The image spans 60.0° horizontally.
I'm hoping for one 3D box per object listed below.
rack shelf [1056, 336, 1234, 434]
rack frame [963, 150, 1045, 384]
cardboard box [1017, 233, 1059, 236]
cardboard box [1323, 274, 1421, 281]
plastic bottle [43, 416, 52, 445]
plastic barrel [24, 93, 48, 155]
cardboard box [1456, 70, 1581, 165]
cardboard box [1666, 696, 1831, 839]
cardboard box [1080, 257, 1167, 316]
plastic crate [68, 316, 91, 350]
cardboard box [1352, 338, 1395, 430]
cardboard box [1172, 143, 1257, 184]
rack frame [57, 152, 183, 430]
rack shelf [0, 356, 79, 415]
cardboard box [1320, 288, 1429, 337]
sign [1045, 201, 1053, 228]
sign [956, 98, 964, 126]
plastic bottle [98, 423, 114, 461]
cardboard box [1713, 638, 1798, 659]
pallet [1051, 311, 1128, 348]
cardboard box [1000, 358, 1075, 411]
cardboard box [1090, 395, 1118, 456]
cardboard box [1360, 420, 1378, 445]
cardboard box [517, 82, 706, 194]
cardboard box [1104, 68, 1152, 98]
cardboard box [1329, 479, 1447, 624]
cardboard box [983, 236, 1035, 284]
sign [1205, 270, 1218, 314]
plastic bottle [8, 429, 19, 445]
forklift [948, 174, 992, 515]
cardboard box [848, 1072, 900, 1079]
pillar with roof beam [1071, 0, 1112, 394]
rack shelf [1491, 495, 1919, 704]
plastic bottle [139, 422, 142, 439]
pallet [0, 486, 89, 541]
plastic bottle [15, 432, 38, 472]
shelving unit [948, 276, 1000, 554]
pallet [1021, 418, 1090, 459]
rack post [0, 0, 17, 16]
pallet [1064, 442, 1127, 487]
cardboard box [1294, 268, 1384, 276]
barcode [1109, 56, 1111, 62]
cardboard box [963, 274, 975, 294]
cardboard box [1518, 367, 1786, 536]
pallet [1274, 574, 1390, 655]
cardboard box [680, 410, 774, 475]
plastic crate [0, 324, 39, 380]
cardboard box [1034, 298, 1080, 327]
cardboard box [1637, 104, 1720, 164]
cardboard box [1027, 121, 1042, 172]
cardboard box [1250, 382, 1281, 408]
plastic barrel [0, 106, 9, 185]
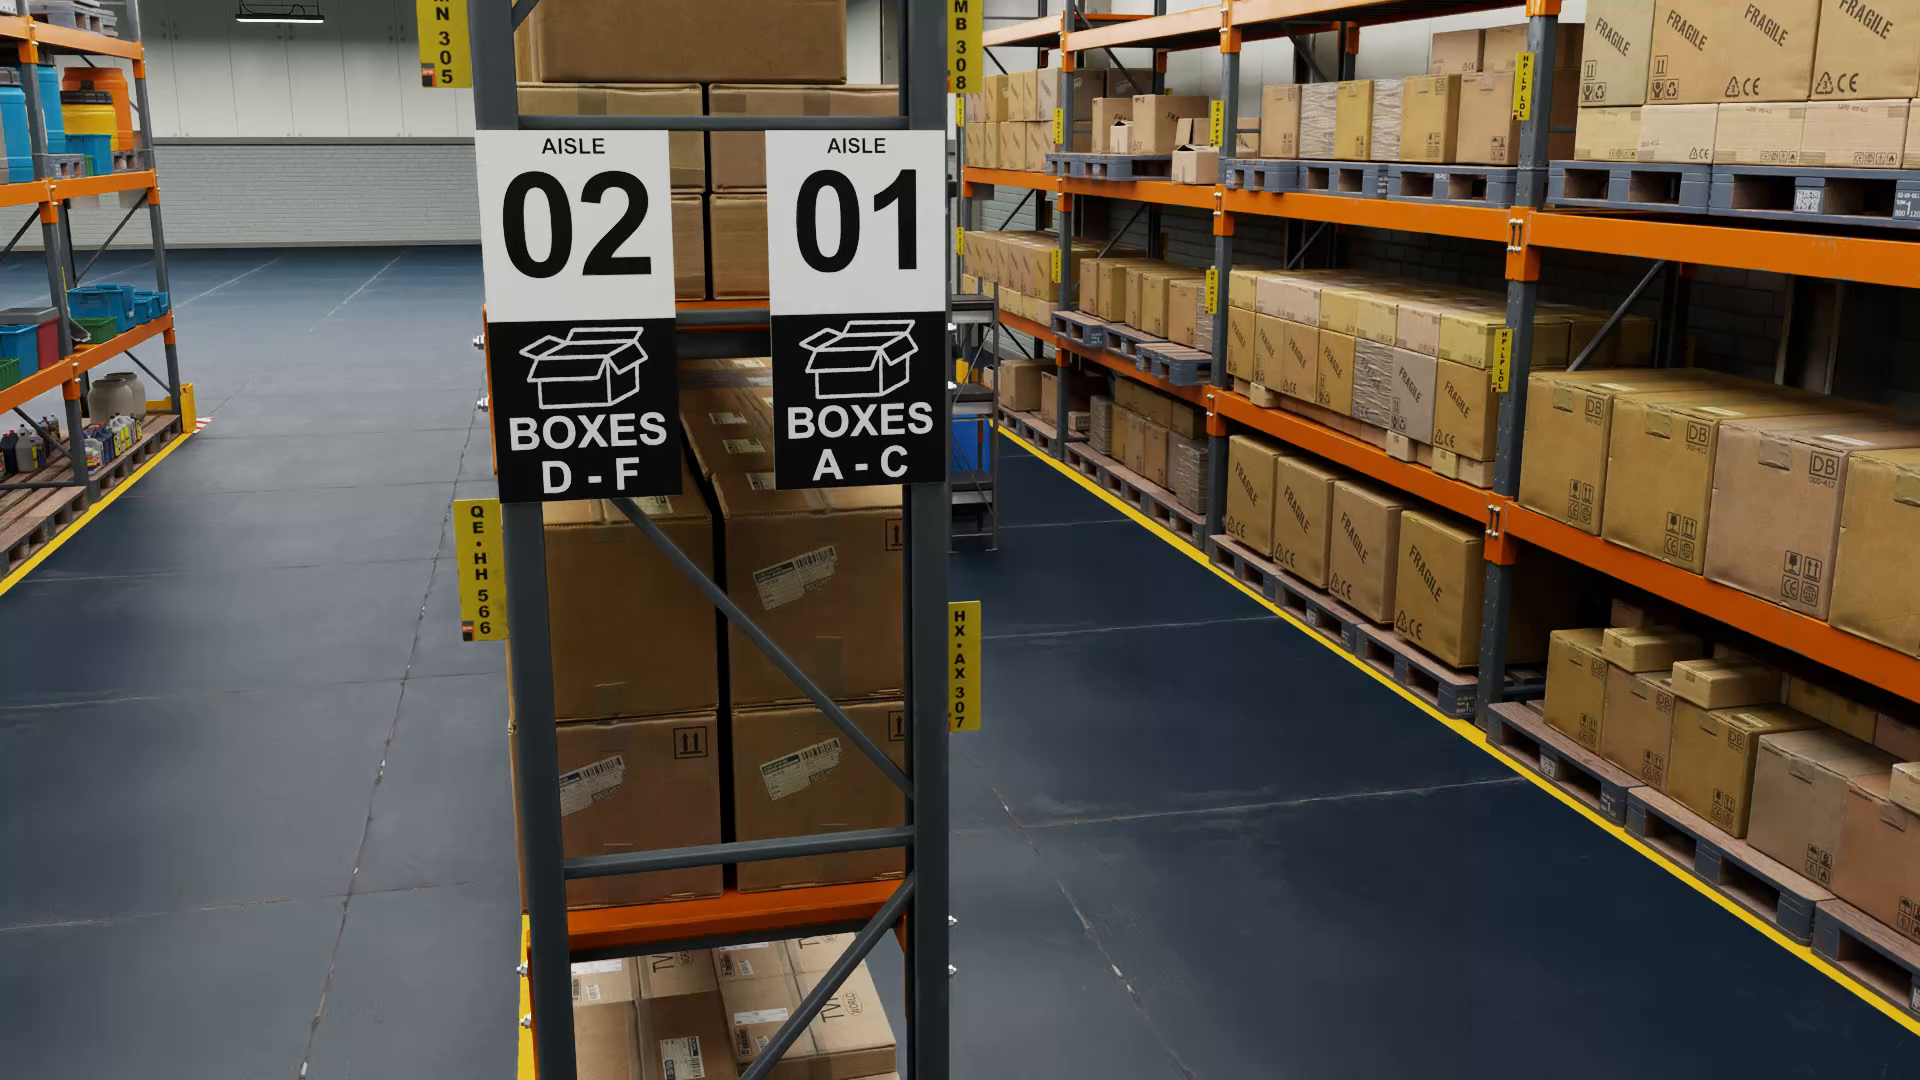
[{"bbox_3d":[1.939,-1.476,14.664,1.077,0.370,4.000,-3,14,-13],"label":"rack shelf"},{"bbox_3d":[0.530,-3.210,20.245,1.000,3.000,0.127,-3,14,-13],"label":"rack frame"},{"bbox_3d":[0.956,-3.297,19.297,0.500,0.500,0.500,-3,14,-12],"label":"cardboard box"},{"bbox_3d":[2.886,-1.721,11.693,0.500,0.250,0.500,-4,14,-15],"label":"cardboard box"},{"bbox_3d":[-8.941,-1.063,16.254,0.061,0.283,0.133,-3,14,-12],"label":"plastic bottle"},{"bbox_3d":[-8.071,-3.561,14.240,0.421,0.512,0.421,0,14,0],"label":"plastic barrel"},{"bbox_3d":[3.249,-2.370,9.349,0.700,0.500,0.500,-4,14,-16],"label":"cardboard box"},{"bbox_3d":[3.658,0.982,7.471,0.700,0.500,0.500,-3,14,-12],"label":"cardboard box"},{"bbox_3d":[1.556,-2.430,15.915,0.700,0.500,0.500,-3,14,-13],"label":"cardboard box"},{"bbox_3d":[-8.160,-1.832,14.738,0.767,0.338,0.504,-3,14,-13],"label":"plastic crate"},{"bbox_3d":[2.756,-0.970,10.198,0.500,0.500,0.500,-3,14,-13],"label":"cardboard box"},{"bbox_3d":[1.977,-2.939,12.961,0.500,0.311,0.500,-3,14,-13],"label":"cardboard box"},{"bbox_3d":[-9.100,-2.658,17.984,1.000,3.000,0.127,-3,14,-13],"label":"rack frame"},{"bbox_3d":[-7.691,-0.924,12.404,1.077,0.370,4.000,-3,14,-13],"label":"rack shelf"},{"bbox_3d":[2.639,-1.456,10.605,0.500,0.250,0.500,-4,14,-14],"label":"cardboard box"},{"bbox_3d":[1.074,-3.952,20.177,0.100,0.325,0.005,-3,14,-13],"label":"sign"},{"bbox_3d":[0.003,-5.061,19.661,0.100,0.325,0.005,-3,14,-13],"label":"sign"},{"bbox_3d":[-7.991,-0.915,15.505,0.144,0.351,0.185,-4,14,-16],"label":"plastic bottle"},{"bbox_3d":[3.772,0.570,7.790,0.380,0.149,0.250,-4,14,-15],"label":"cardboard box"},{"bbox_3d":[1.508,-2.009,15.736,1.003,0.211,1.213,-3,14,-13],"label":"pallet"},{"bbox_3d":[0.863,-1.741,18.573,0.700,0.500,0.500,-4,14,-17],"label":"cardboard box"},{"bbox_3d":[1.659,-1.118,16.021,0.700,0.500,0.500,-3,14,-11],"label":"cardboard box"},{"bbox_3d":[2.738,-0.687,10.405,0.380,0.149,0.250,-4,14,-15],"label":"cardboard box"},{"bbox_3d":[-0.895,-0.973,4.032,0.500,0.250,0.500,-3,14,-13],"label":"cardboard box"},{"bbox_3d":[1.632,-4.417,16.507,0.500,0.500,0.500,-3,14,-12],"label":"cardboard box"},{"bbox_3d":[2.858,0.051,10.542,0.750,0.750,0.750,-3,14,-11],"label":"cardboard box"},{"bbox_3d":[0.572,-3.150,18.693,0.500,0.500,0.500,-4,14,-15],"label":"cardboard box"},{"bbox_3d":[1.884,-1.856,12.430,0.100,0.325,0.005,-3,14,-13],"label":"sign"},{"bbox_3d":[-8.637,-0.838,15.193,0.144,0.351,0.185,-4,14,-16],"label":"plastic bottle"},{"bbox_3d":[-0.701,-1.895,15.010,1.130,2.935,3.031,-5,15,-19],"label":"forklift"},{"bbox_3d":[-0.349,1.748,4.997,0.380,0.166,0.250,-3,14,-13],"label":"cardboard box"},{"bbox_3d":[-2.649,-5.771,18.087,9.100,9.000,0.400,-3,14,-13],"label":"pillar with roof beam"},{"bbox_3d":[3.818,0.369,7.110,1.077,0.370,4.000,-3,14,-13],"label":"rack shelf"},{"bbox_3d":[-8.242,-1.113,16.630,0.097,0.201,0.097,0,14,0],"label":"plastic bottle"},{"bbox_3d":[-7.938,-0.201,13.806,1.003,0.211,1.213,-3,14,-13],"label":"pallet"},{"bbox_3d":[-8.452,-0.802,15.045,0.144,0.351,0.185,-3,14,-13],"label":"plastic bottle"},{"bbox_3d":[0.039,-0.982,13.022,0.431,2.100,0.503,-3,14,-13],"label":"shelving unit"},{"bbox_3d":[1.277,-1.085,17.425,1.003,0.211,1.213,-3,14,-13],"label":"pallet"},{"bbox_3d":[-7.614,-4.297,11.632,1.013,1.000,3.121,-3,14,-13],"label":"rack post"},{"bbox_3d":[1.654,-0.753,16.064,1.003,0.211,1.213,-3,14,-13],"label":"pallet"},{"bbox_3d":[2.768,-1.841,12.183,0.500,0.250,0.500,-3,14,-12],"label":"cardboard box"},{"bbox_3d":[1.561,-5.012,17.297,0.001,0.075,0.075,-3,14,-13],"label":"barcode"},{"bbox_3d":[0.336,-3.016,19.727,0.500,0.250,0.500,-4,14,-15],"label":"cardboard box"},{"bbox_3d":[3.460,-0.461,8.362,0.980,0.700,0.700,-3,14,-12],"label":"cardboard box"},{"bbox_3d":[2.804,0.457,11.110,1.003,0.211,1.213,-3,14,-13],"label":"pallet"},{"bbox_3d":[-0.617,-0.129,5.317,0.500,0.500,0.500,-3,14,-12],"label":"cardboard box"},{"bbox_3d":[-7.599,-1.490,13.239,0.392,0.384,0.575,-3,14,-13],"label":"plastic crate"},{"bbox_3d":[1.064,-2.316,16.861,0.500,0.250,0.500,-3,14,-13],"label":"cardboard box"},{"bbox_3d":[3.360,-1.786,7.317,0.500,0.250,0.500,-4,14,-14],"label":"cardboard box"},{"bbox_3d":[1.004,-4.022,16.998,0.500,0.500,0.500,-5,14,-18],"label":"cardboard box"},{"bbox_3d":[2.292,-1.038,11.844,0.380,0.149,0.250,-3,14,-11],"label":"cardboard box"},{"bbox_3d":[-7.676,-3.179,12.744,0.600,0.901,0.600,0,14,0],"label":"plastic barrel"}]
